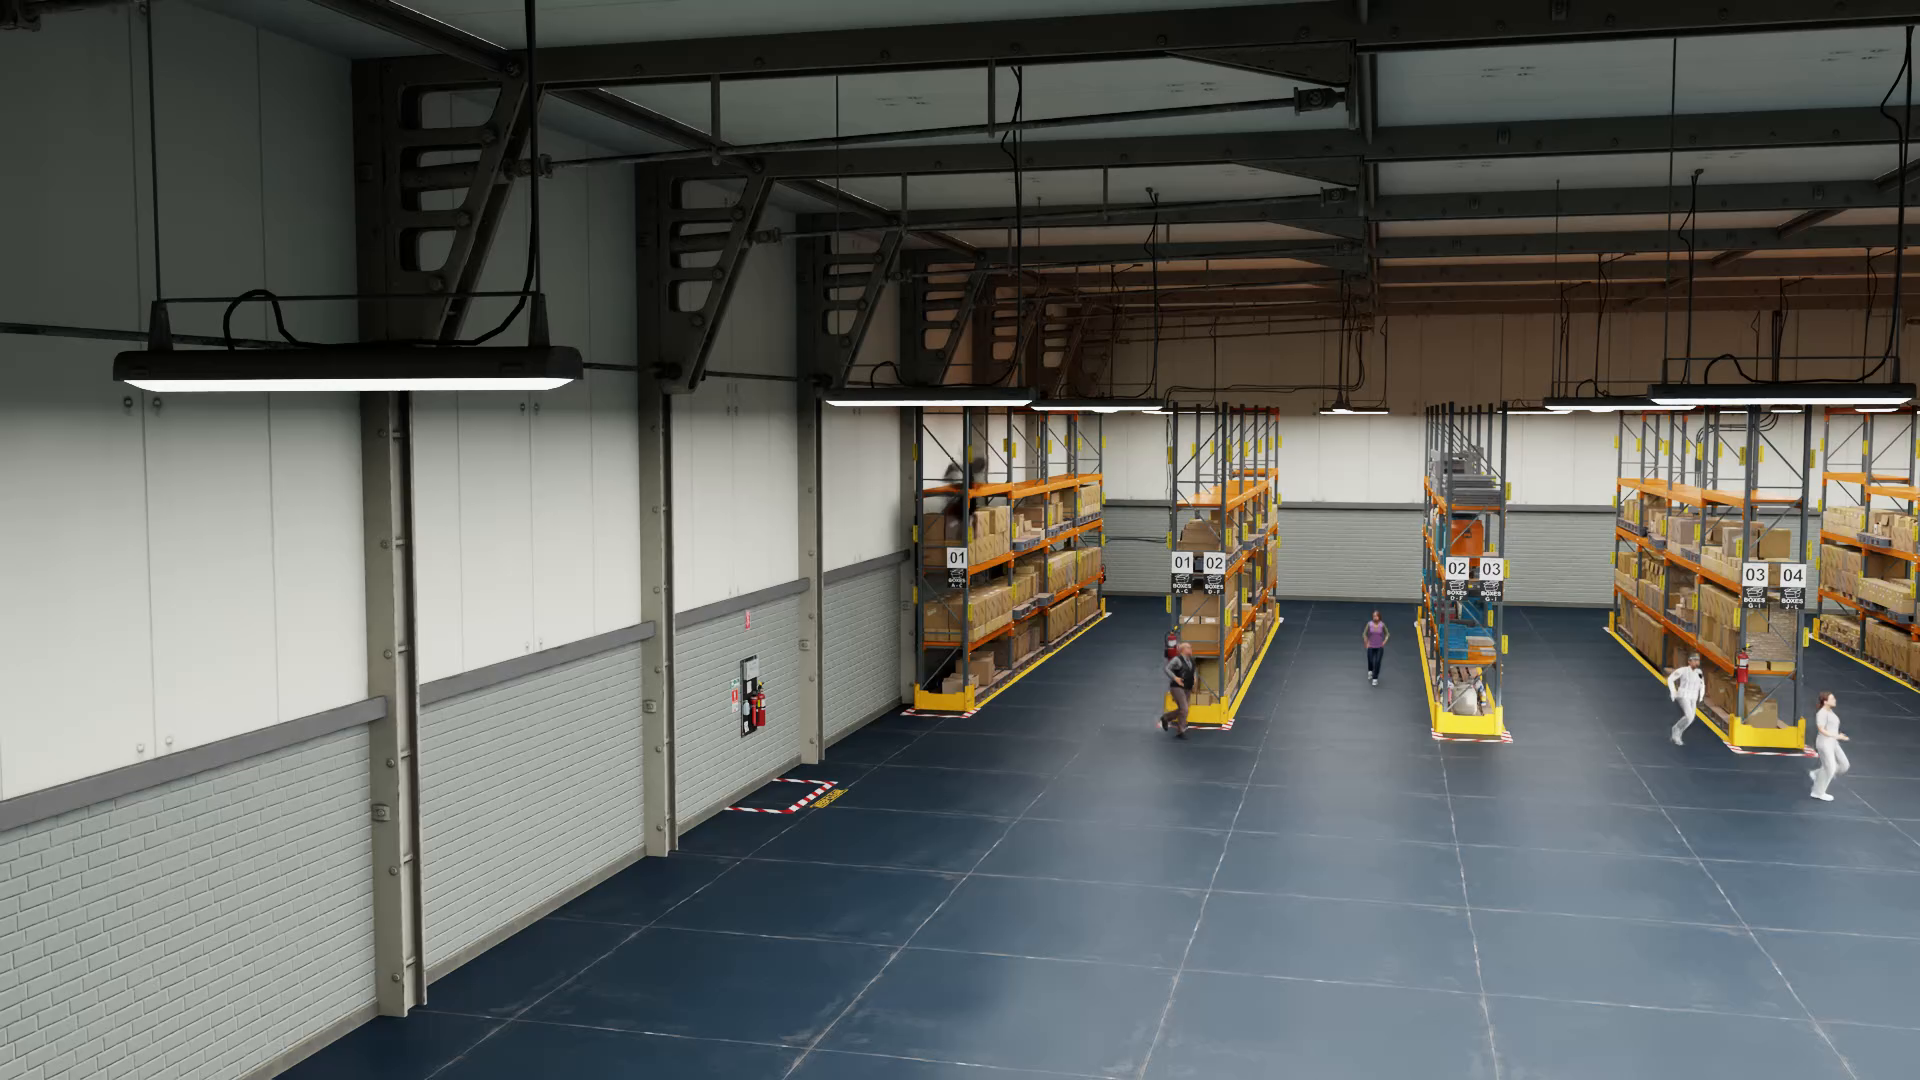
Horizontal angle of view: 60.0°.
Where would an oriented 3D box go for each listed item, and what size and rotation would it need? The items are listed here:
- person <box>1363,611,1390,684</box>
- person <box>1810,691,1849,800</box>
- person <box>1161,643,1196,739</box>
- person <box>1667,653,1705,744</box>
[{"bbox_3d":[8.944,2.311,35.736,0.554,1.572,0.539,1,4,14],"label":"person"},{"bbox_3d":[13.010,3.073,24.871,0.550,1.631,0.558,4,6,44],"label":"person"},{"bbox_3d":[3.981,2.688,29.933,0.700,1.691,0.777,-3,5,-38],"label":"person"},{"bbox_3d":[12.699,2.763,29.004,0.610,1.633,0.577,-1,4,-14],"label":"person"}]
